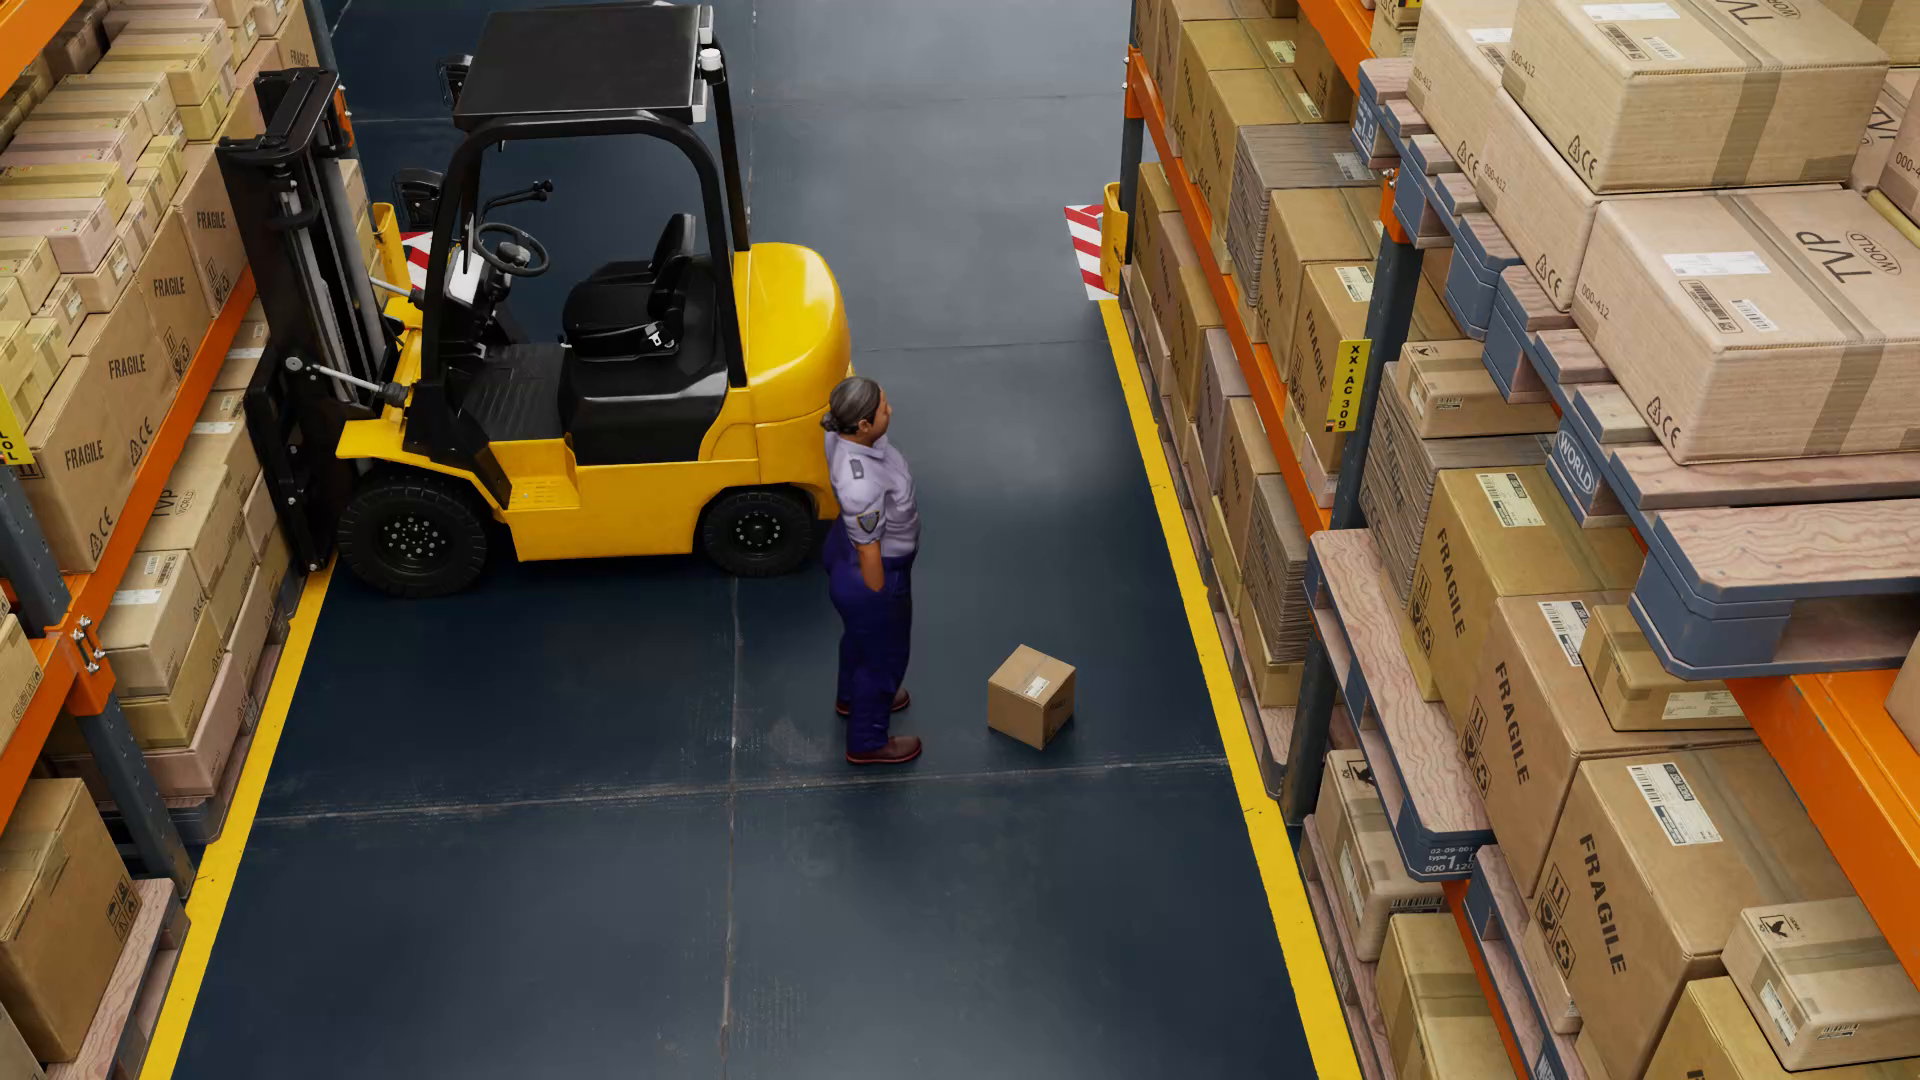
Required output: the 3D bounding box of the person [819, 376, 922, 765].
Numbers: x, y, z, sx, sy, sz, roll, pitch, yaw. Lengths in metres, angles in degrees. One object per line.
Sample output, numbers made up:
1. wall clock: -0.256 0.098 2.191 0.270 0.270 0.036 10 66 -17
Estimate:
1. person: -0.321 0.099 6.050 0.343 1.645 0.467 -7 40 -9
